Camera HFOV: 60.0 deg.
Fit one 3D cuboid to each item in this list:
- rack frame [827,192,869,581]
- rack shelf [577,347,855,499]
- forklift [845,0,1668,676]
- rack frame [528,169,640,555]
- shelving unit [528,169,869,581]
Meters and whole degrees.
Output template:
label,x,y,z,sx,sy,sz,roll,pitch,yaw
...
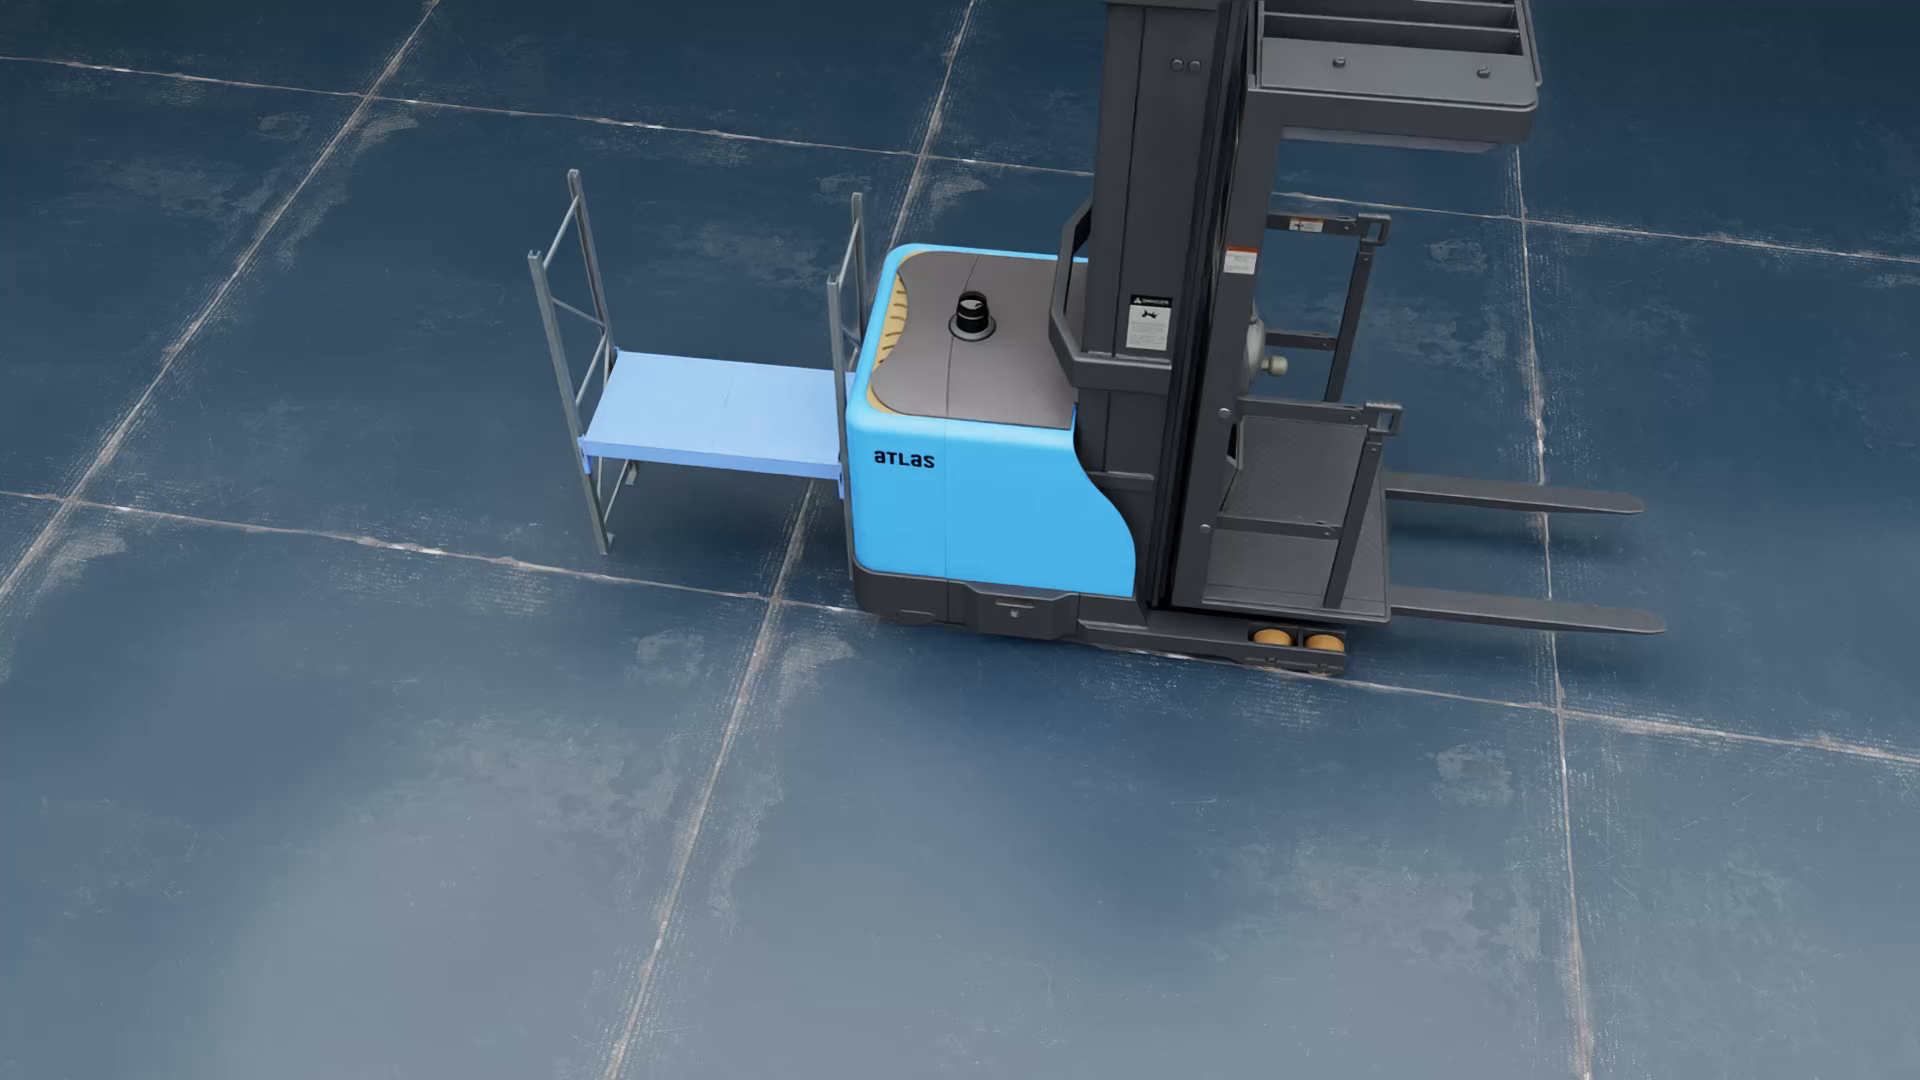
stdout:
label,x,y,z,sx,sy,sz,roll,pitch,yaw
rack frame,-0.389,-0.525,6.185,0.032,1.500,0.500,6,48,5
rack shelf,-0.893,-0.455,6.364,1.000,0.185,0.538,6,48,5
forklift,1.150,-0.893,5.554,3.031,2.935,1.130,6,48,5
rack frame,-1.397,-0.626,6.276,0.032,1.500,0.500,6,48,5
shelving unit,-0.893,-0.575,6.231,1.048,1.500,0.538,6,48,5
